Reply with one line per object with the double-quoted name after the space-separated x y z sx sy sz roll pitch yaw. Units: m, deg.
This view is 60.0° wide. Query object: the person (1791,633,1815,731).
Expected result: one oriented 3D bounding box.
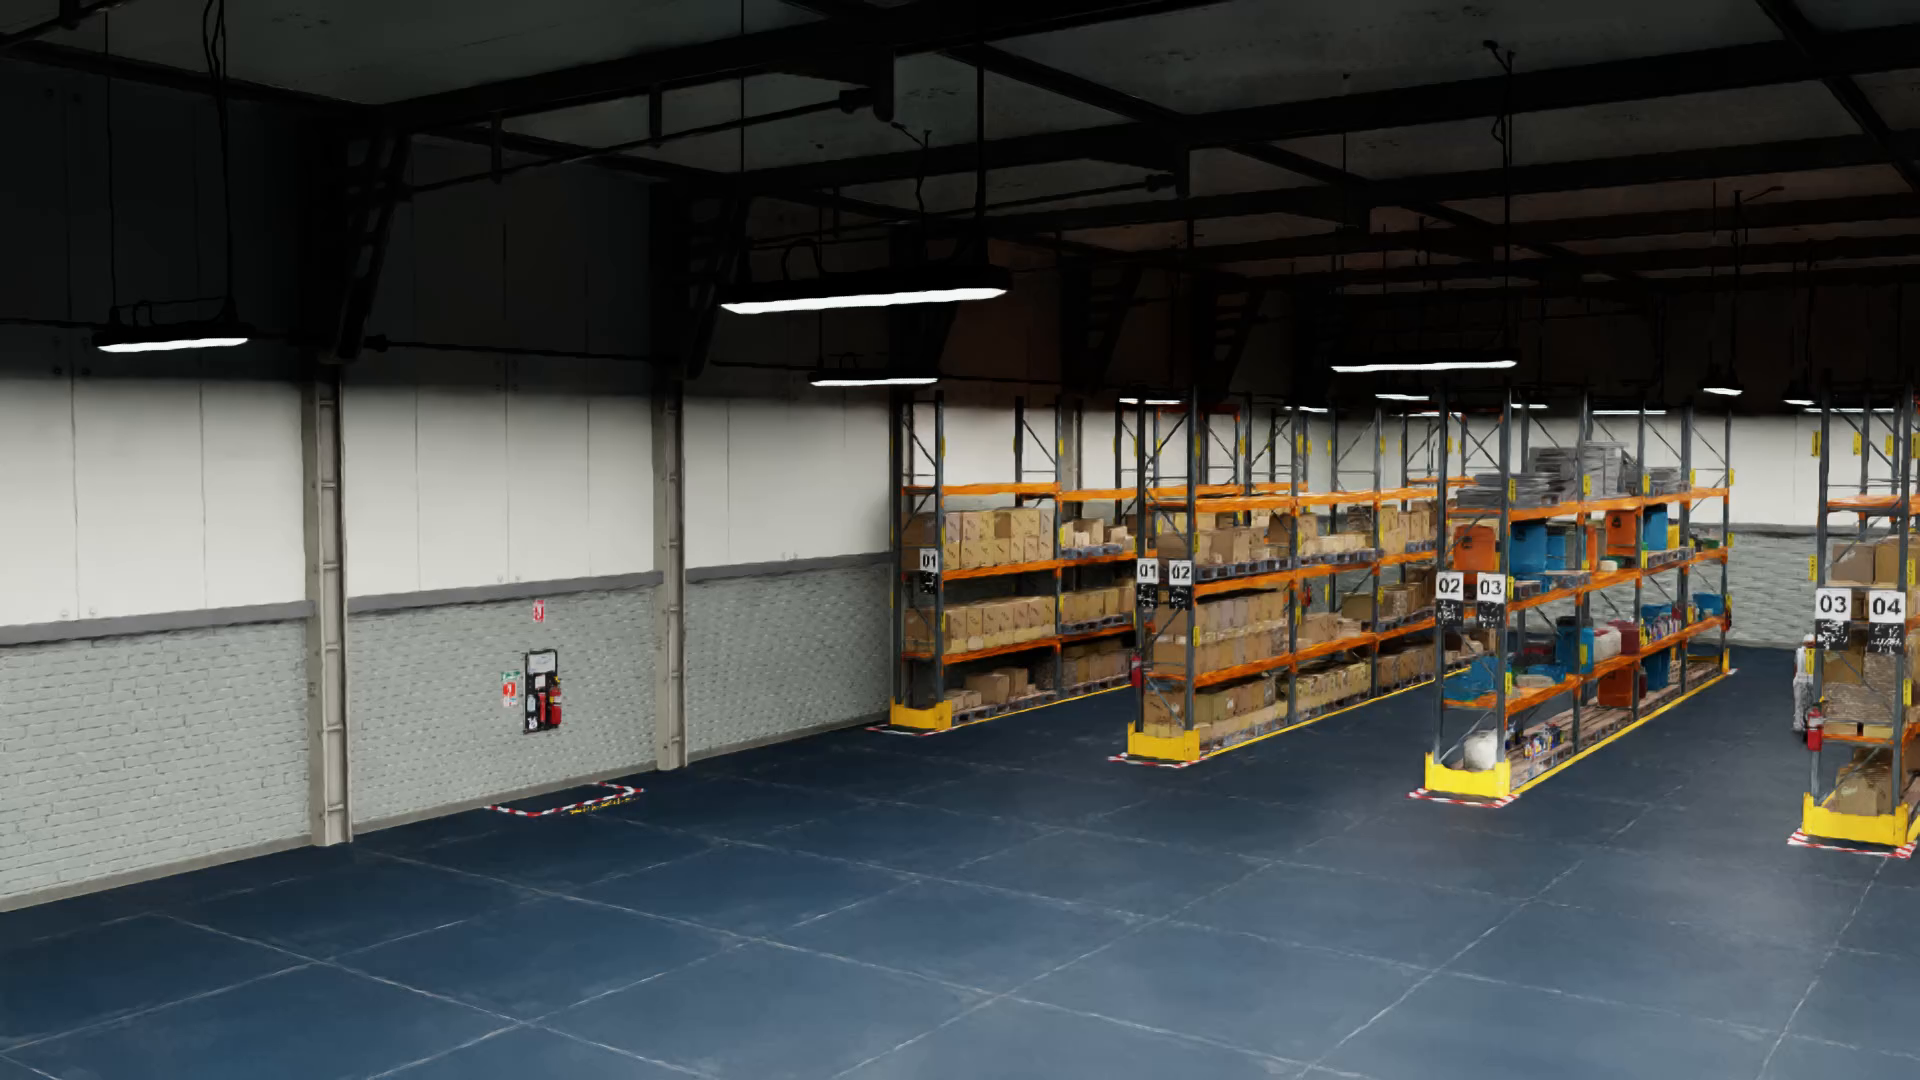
14.956 2.488 29.272 0.563 1.707 1.127 2 4 33 "person"
